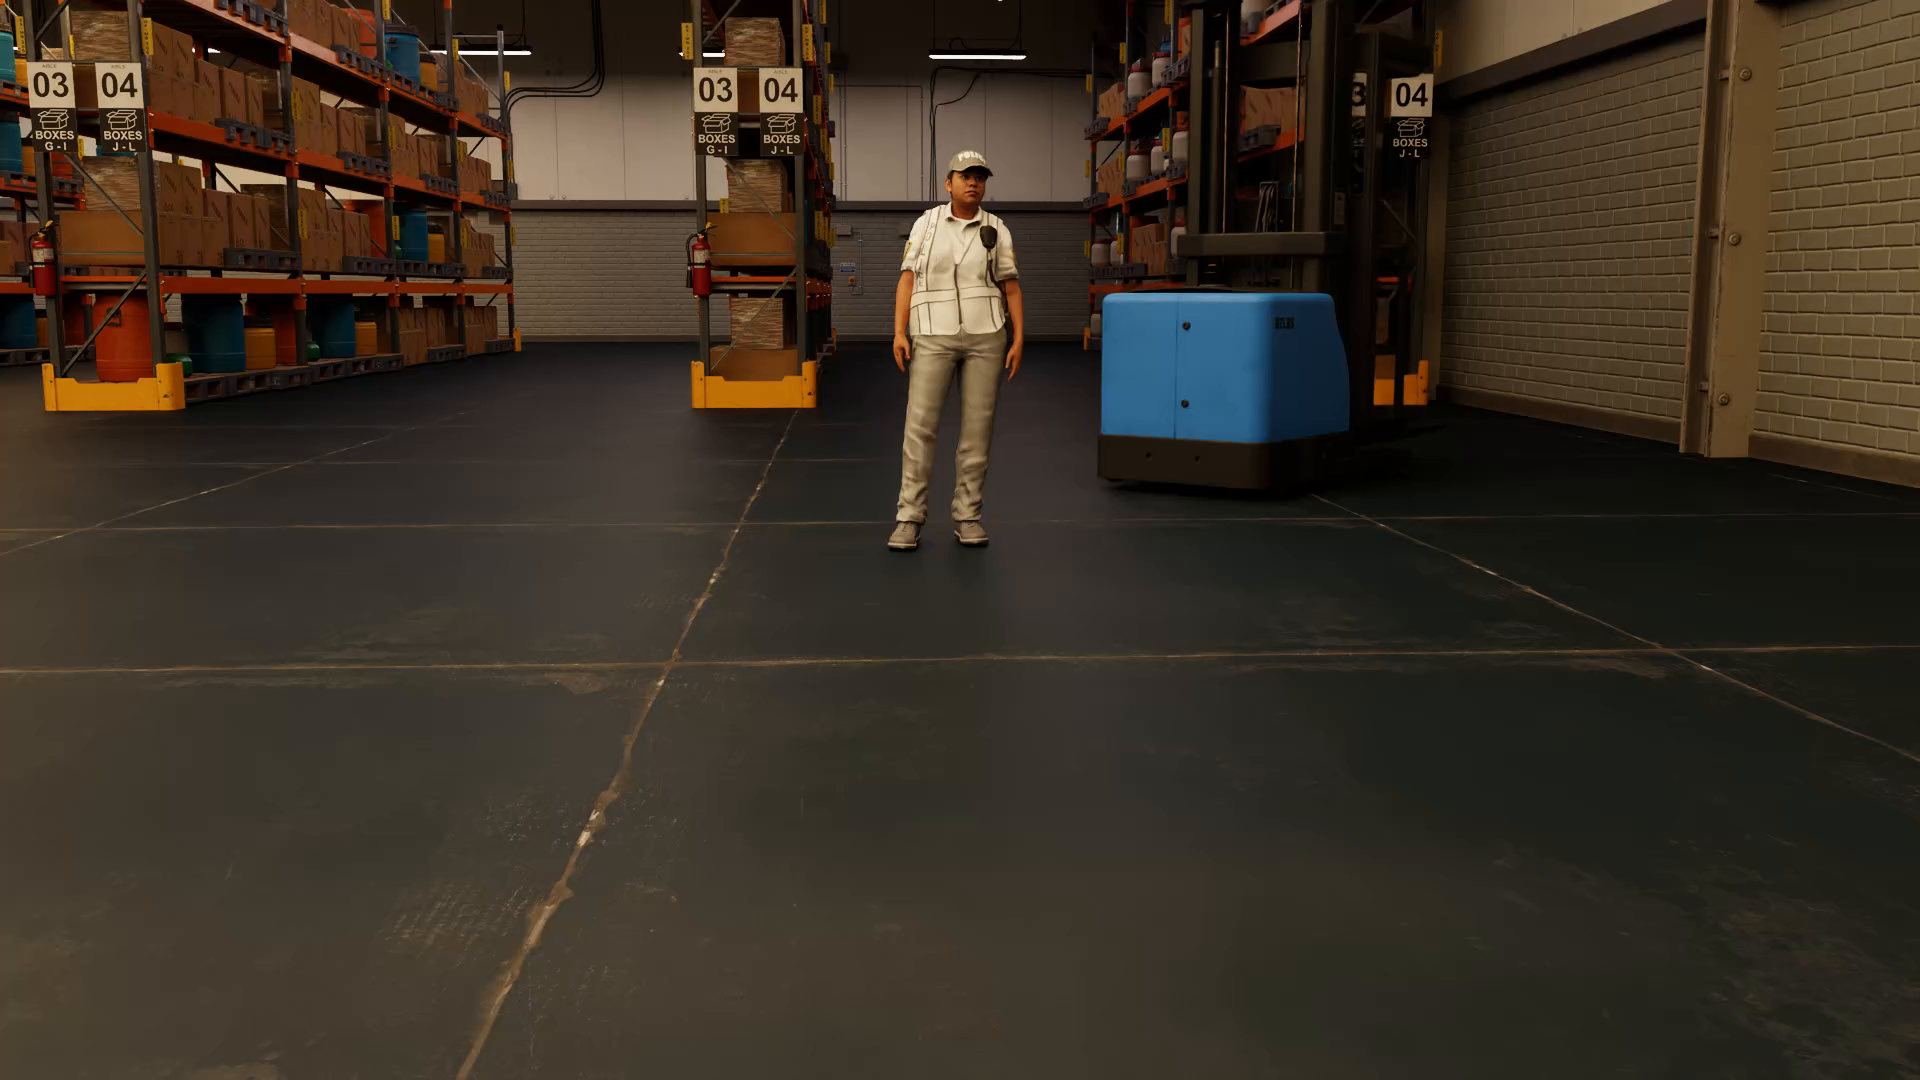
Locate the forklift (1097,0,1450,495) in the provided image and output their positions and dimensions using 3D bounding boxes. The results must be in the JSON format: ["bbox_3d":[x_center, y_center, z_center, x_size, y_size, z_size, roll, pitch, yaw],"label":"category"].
[{"bbox_3d":[2.053,-1.854,9.819,1.130,2.935,3.031,6,11,37],"label":"forklift"}]

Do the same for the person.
[{"bbox_3d":[-0.018,-0.820,7.109,0.597,1.670,0.529,-1,8,-4],"label":"person"}]
